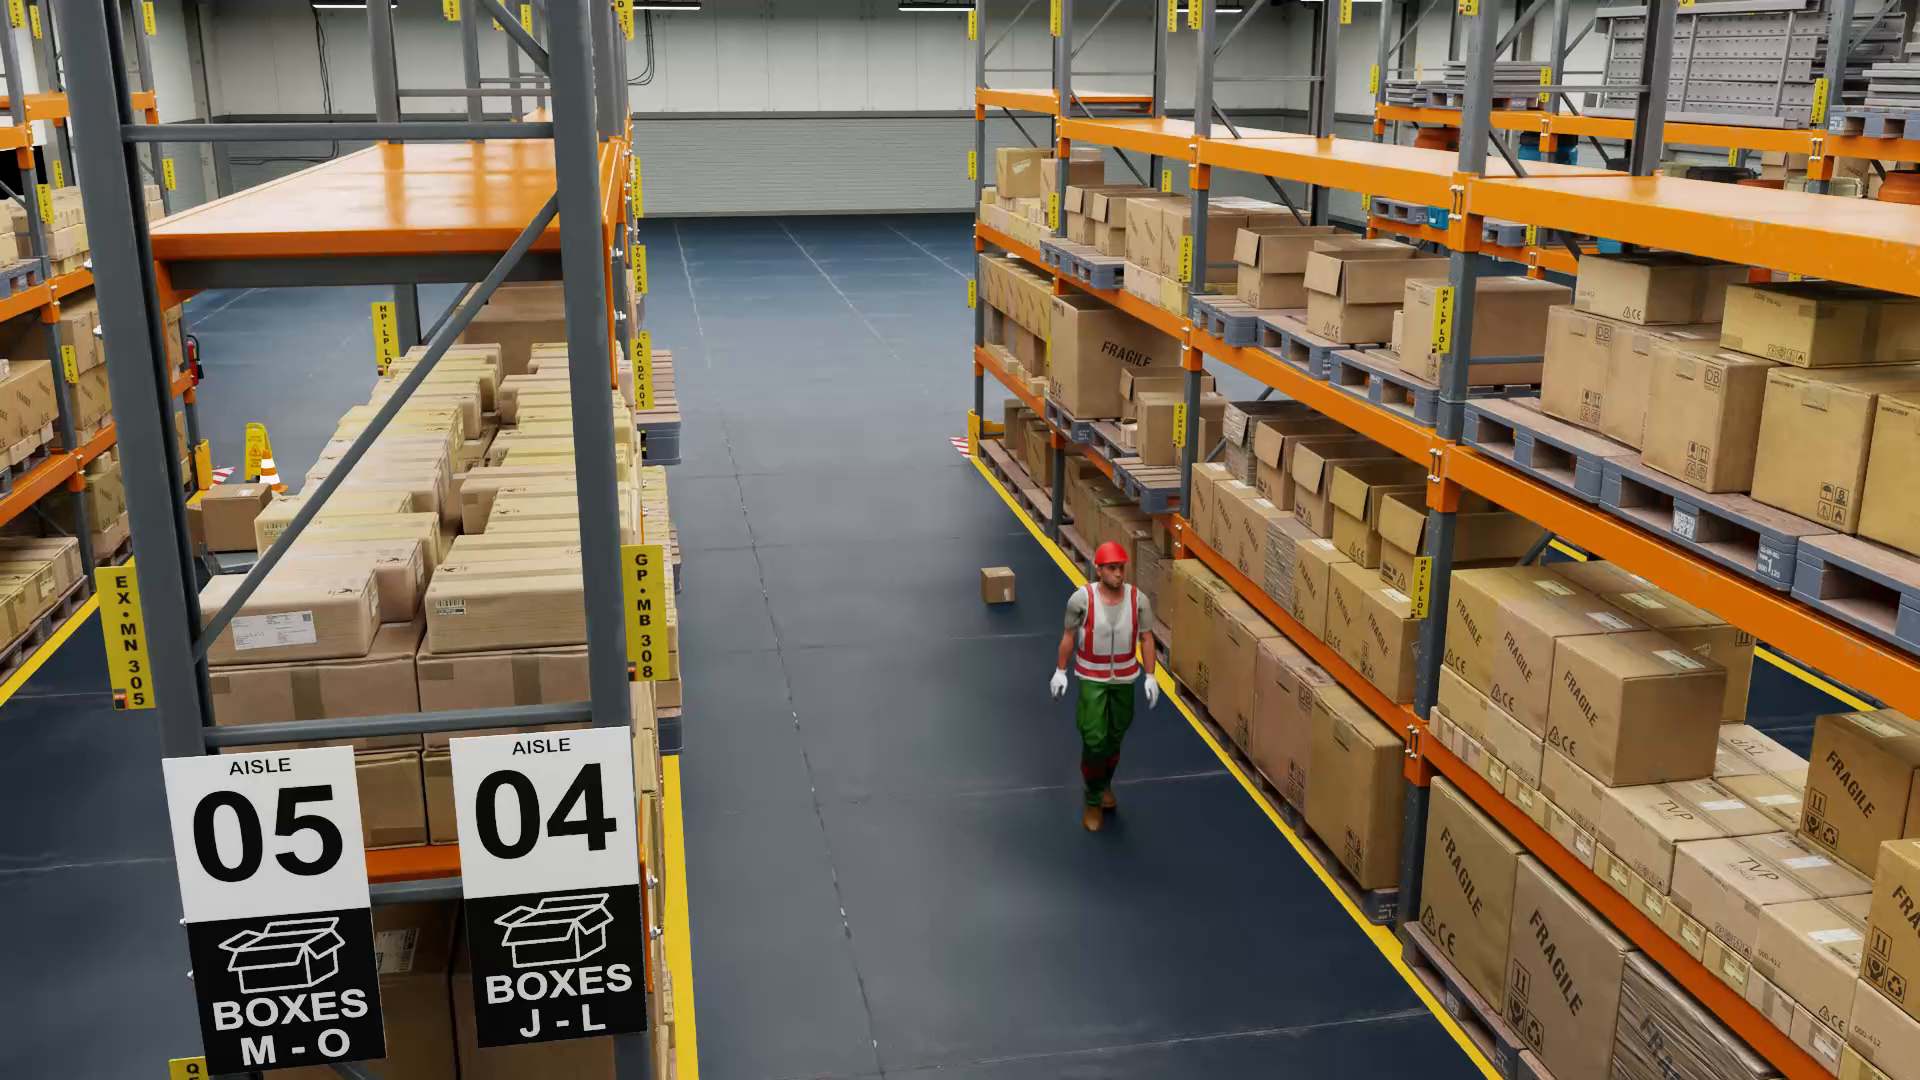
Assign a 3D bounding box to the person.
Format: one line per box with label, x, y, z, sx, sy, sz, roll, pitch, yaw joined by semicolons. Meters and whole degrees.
person;0.906;0.903;10.394;0.634;1.842;0.534;-3;16;-10
